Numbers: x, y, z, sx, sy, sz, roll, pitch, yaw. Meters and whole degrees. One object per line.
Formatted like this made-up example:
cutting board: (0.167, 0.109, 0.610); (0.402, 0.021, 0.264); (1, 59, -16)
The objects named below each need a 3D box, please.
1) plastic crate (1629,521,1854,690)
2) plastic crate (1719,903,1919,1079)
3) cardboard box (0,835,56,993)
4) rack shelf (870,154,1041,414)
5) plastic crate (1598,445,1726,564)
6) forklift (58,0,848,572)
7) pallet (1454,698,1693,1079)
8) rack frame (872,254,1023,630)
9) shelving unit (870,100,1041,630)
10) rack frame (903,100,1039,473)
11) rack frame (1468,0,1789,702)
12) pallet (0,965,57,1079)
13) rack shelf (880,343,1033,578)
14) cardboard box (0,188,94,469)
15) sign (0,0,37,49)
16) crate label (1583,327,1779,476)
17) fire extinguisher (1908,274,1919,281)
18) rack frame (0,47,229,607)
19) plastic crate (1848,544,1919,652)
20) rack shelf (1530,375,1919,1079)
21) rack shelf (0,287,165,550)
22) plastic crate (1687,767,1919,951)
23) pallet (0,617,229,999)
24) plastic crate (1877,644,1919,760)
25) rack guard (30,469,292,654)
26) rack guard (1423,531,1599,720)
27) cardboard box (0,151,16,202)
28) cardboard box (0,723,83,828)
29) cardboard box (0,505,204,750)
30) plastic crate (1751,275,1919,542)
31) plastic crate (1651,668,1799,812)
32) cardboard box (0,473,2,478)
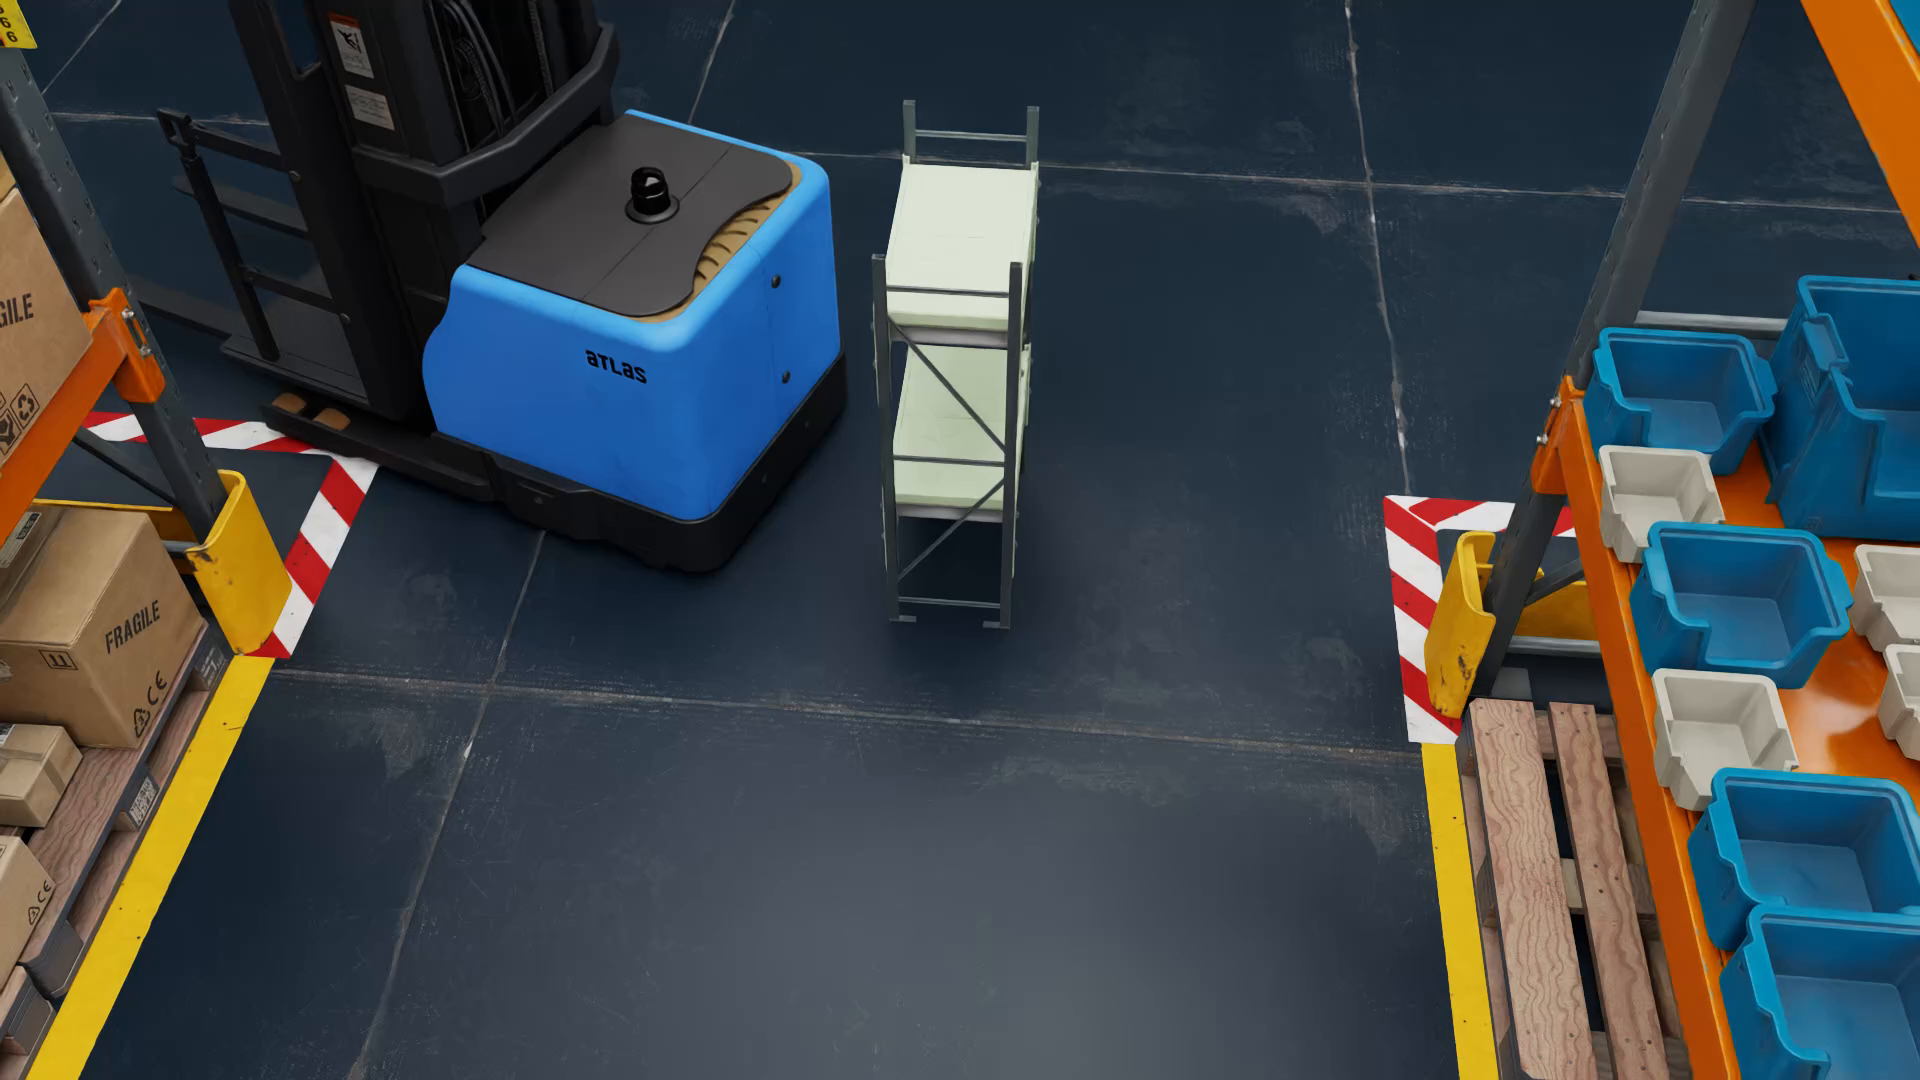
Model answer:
plastic crate: (1.687, 0.156, 3.647); (0.416, 0.233, 0.300); (4, 48, 4)
plastic crate: (1.599, 0.861, 3.003); (0.416, 0.233, 0.300); (4, 48, 4)
cardboard box: (-2.756, 1.033, 4.338); (0.500, 0.250, 0.500); (4, 48, 4)
rack shelf: (-0.001, -0.765, 4.904); (0.431, 0.370, 0.720); (4, 48, 4)
plastic crate: (1.635, -0.065, 3.915); (0.250, 0.136, 0.298); (4, 48, 4)
forklift: (-1.971, -1.634, 5.258); (3.031, 2.935, 1.130); (19, 50, 17)
pallet: (1.983, 1.021, 4.673); (1.003, 0.211, 1.213); (4, 48, 4)
rack frame: (-0.034, -0.232, 4.946); (0.400, 1.500, 0.023); (4, 48, 4)
shelving unit: (-0.001, -0.501, 5.192); (0.431, 1.500, 0.755); (4, 48, 4)
rack frame: (0.033, -0.770, 5.438); (0.400, 1.500, 0.023); (4, 48, 4)
rack frame: (2.097, -0.523, 4.196); (1.000, 3.000, 0.127); (4, 48, 4)
pallet: (-3.028, 1.618, 4.127); (1.003, 0.211, 1.213); (4, 48, 4)
rack shelf: (-0.001, -0.281, 5.433); (0.431, 0.370, 0.720); (4, 48, 4)
cardboard box: (-2.605, -0.545, 4.148); (0.500, 0.500, 0.500); (5, 48, 5)
sign: (-2.285, -1.304, 3.911); (0.100, 0.325, 0.005); (4, 48, 4)
crate label: (1.747, -0.328, 4.090); (0.416, 0.233, 0.303); (4, 48, 4)
fire extinguisher: (2.563, -0.451, 4.435); (0.296, 0.674, 0.183); (4, 48, 4)
rack frame: (-2.835, -0.859, 4.503); (1.000, 3.000, 0.127); (4, 48, 4)
plastic crate: (2.203, 0.157, 3.712); (0.396, 0.136, 0.243); (4, 48, 4)
rack shelf: (1.915, 1.189, 3.117); (1.077, 0.370, 4.000); (4, 48, 4)
rack shelf: (-3.018, 0.853, 3.424); (1.077, 0.370, 4.000); (4, 48, 4)
plastic crate: (1.627, 0.640, 3.205); (0.416, 0.233, 0.300); (4, 48, 4)
pallet: (-2.914, 0.724, 4.945); (1.003, 0.211, 1.213); (4, 48, 4)
plastic crate: (2.162, 0.369, 3.518); (0.396, 0.136, 0.243); (4, 48, 4)
rack guard: (-2.842, 0.040, 5.374); (1.175, 0.500, 0.348); (4, 48, 4)
rack guard: (2.086, 0.302, 5.135); (1.175, 0.500, 0.348); (4, 48, 4)
cardboard box: (-2.602, -0.885, 3.781); (0.500, 0.500, 0.500); (3, 48, 3)
cardboard box: (-2.766, 0.656, 4.739); (0.380, 0.166, 0.250); (4, 48, 4)
cardboard box: (-2.640, 0.252, 4.882); (0.500, 0.500, 0.500); (4, 48, 4)
plastic crate: (2.252, -0.297, 3.924); (0.616, 0.435, 0.499); (4, 48, 4)
plastic crate: (1.573, 0.434, 3.459); (0.250, 0.136, 0.298); (4, 48, 4)
cardboard box: (-2.649, -0.164, 3.799); (0.500, 0.500, 0.500); (4, 48, 4)
